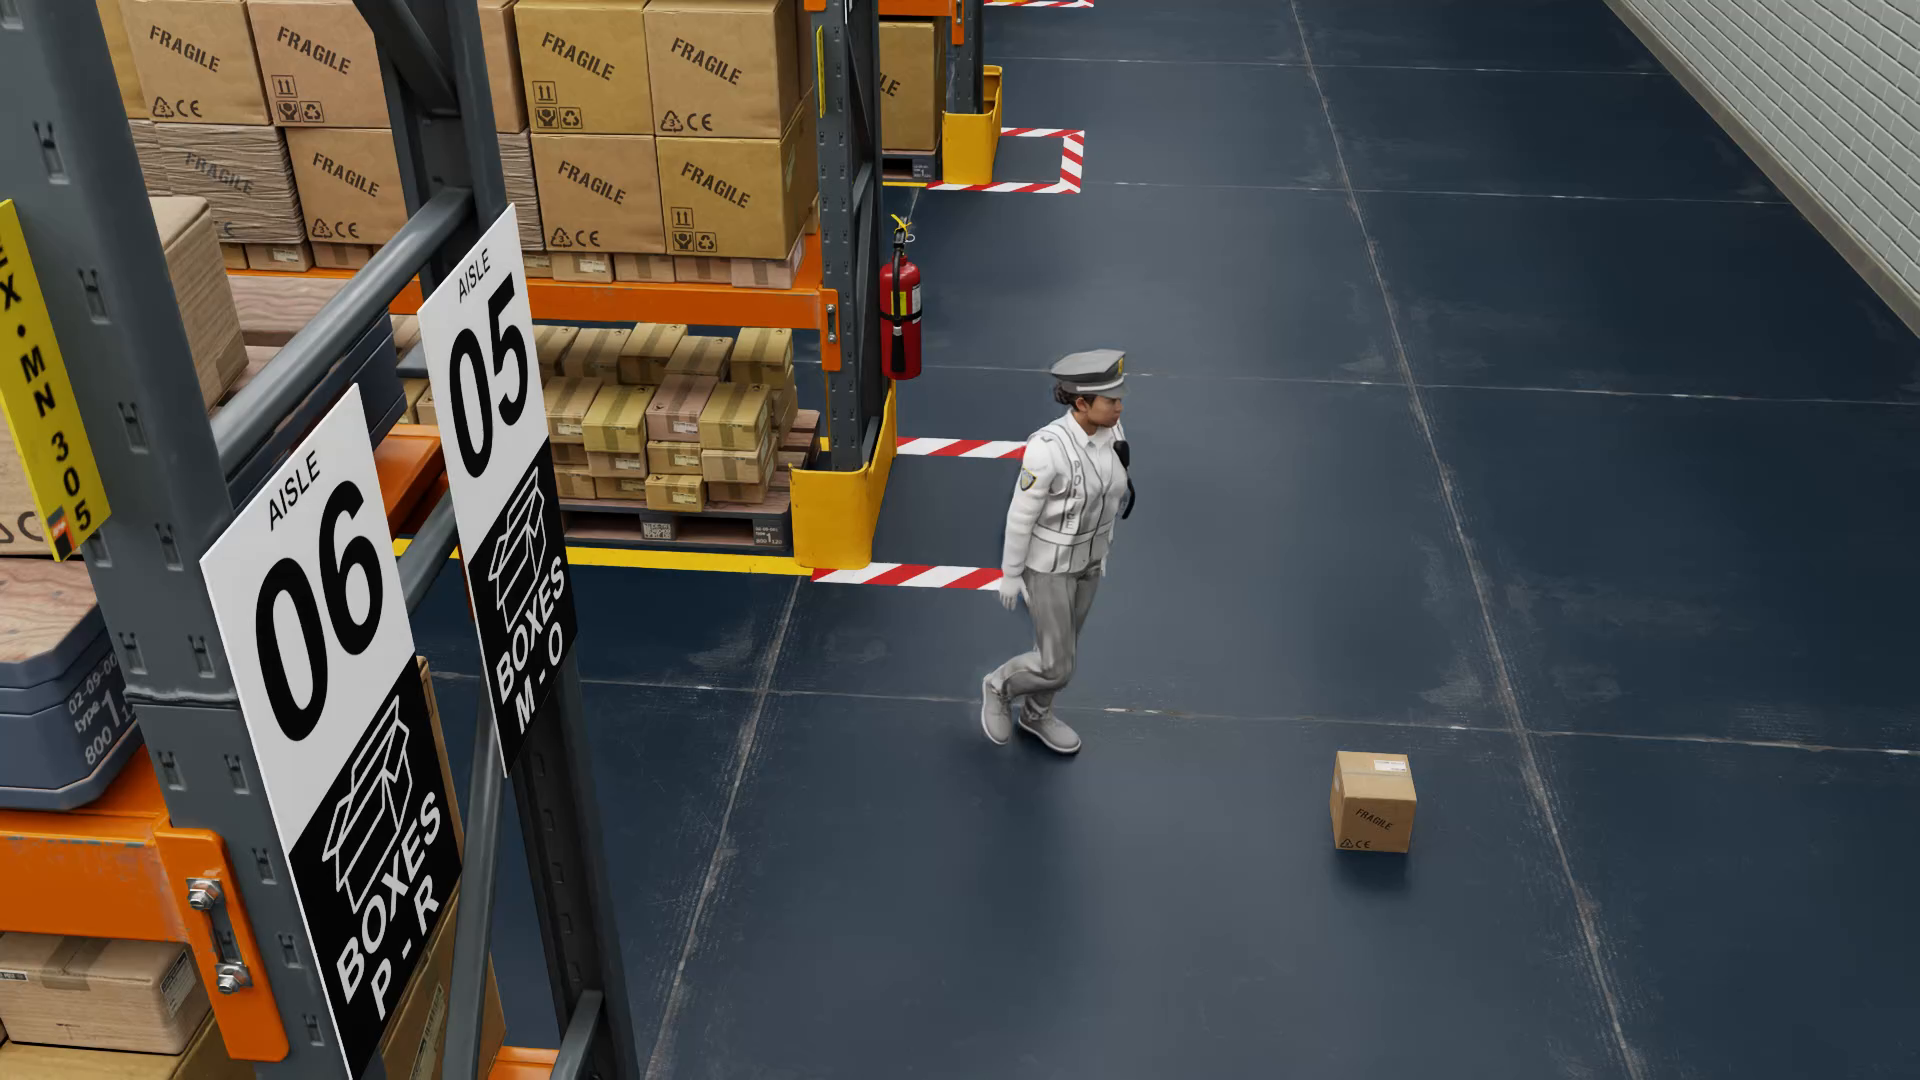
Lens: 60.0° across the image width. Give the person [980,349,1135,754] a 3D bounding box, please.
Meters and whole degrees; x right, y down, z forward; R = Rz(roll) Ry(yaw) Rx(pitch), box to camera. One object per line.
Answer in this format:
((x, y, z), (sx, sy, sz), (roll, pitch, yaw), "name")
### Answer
((0.345, 0.057, 6.013), (0.483, 1.672, 0.520), (26, 40, 35), "person")
